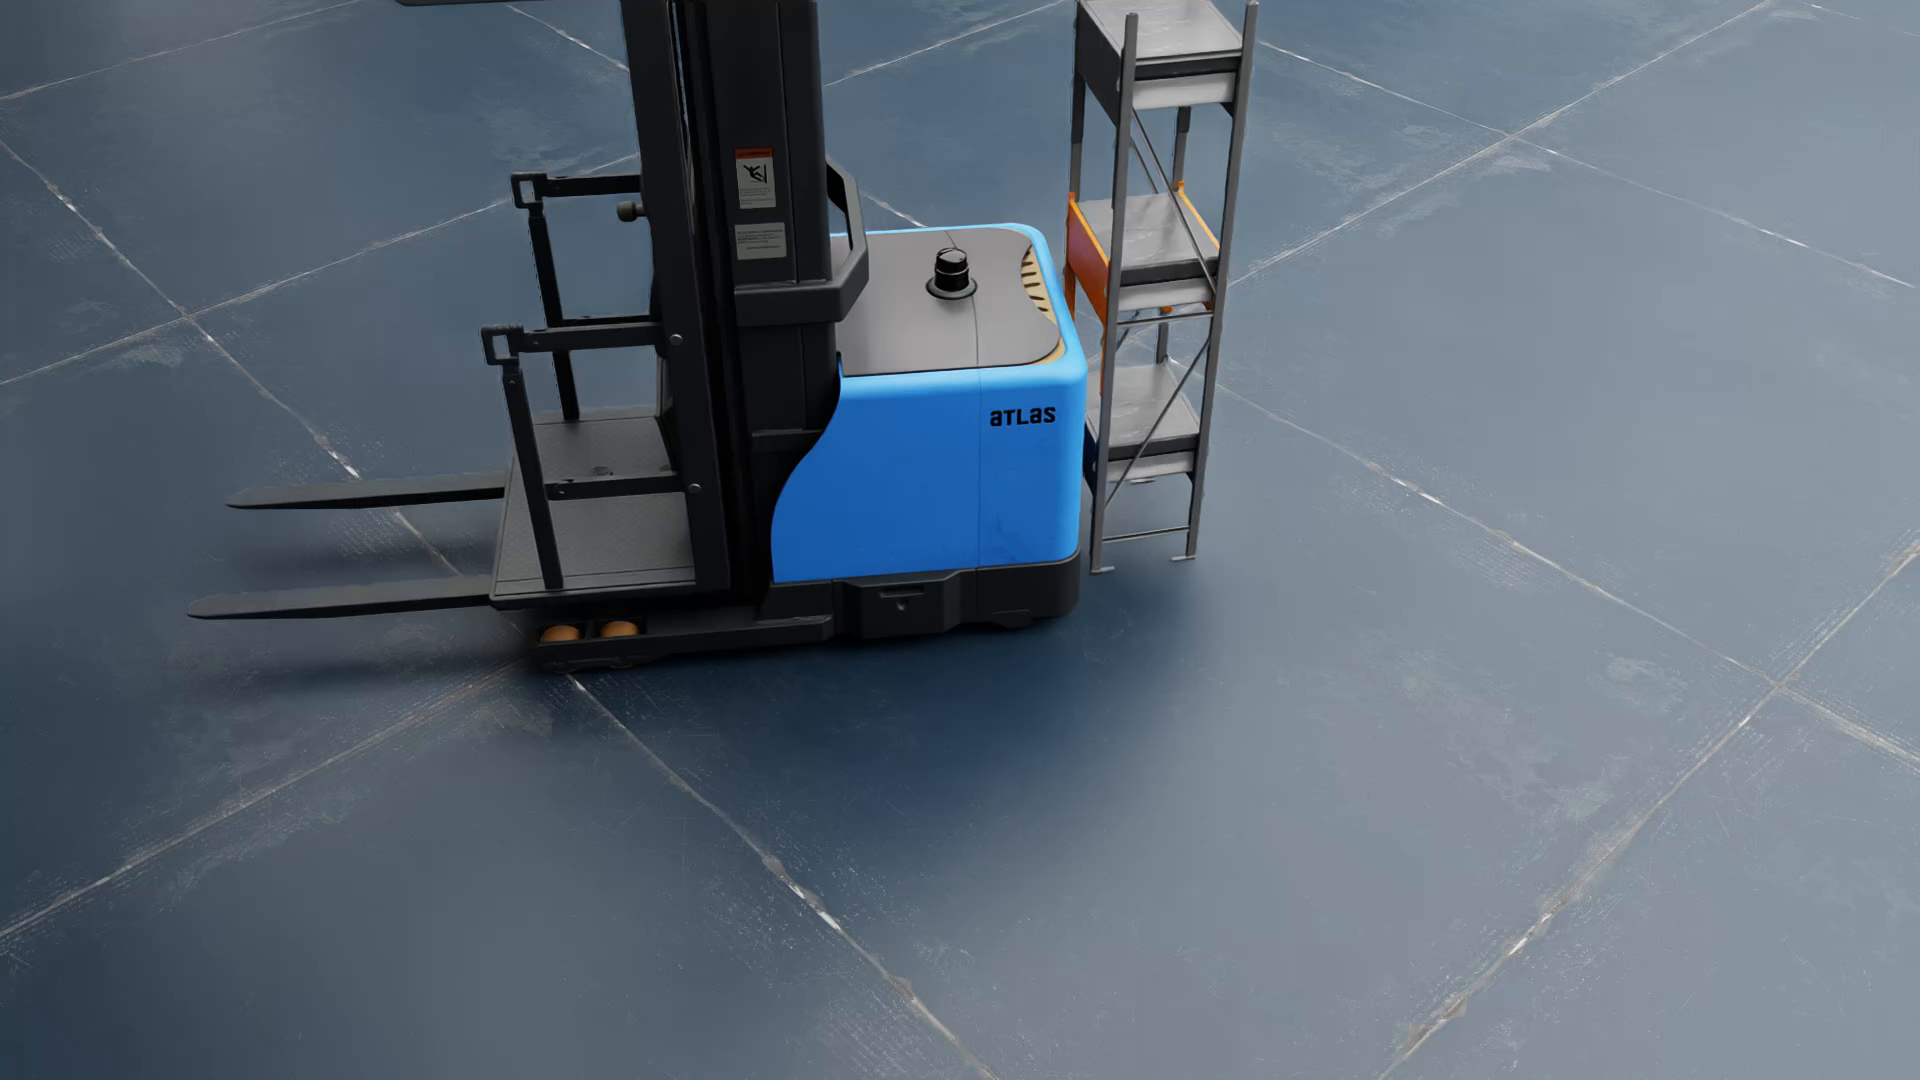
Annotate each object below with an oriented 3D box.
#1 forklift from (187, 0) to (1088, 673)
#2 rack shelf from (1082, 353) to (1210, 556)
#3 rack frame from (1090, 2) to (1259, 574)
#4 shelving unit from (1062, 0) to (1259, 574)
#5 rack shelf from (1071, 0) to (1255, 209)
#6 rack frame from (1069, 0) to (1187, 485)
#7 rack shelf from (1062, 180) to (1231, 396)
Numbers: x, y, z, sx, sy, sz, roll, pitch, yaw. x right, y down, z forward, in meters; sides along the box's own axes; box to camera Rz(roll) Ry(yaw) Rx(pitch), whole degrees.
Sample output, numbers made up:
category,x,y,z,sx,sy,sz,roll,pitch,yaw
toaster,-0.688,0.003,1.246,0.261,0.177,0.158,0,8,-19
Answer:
category,x,y,z,sx,sy,sz,roll,pitch,yaw
forklift,-1.136,-1.038,5.202,3.031,2.935,1.130,-4,39,-5
rack shelf,0.621,-0.317,6.107,0.431,0.518,0.480,-8,40,-10
rack frame,0.674,-0.723,5.474,0.400,2.100,0.015,-8,40,-10
shelving unit,0.621,-0.872,5.659,0.431,2.100,0.503,-8,40,-10
rack shelf,0.621,-1.406,5.227,0.431,0.518,0.480,-8,40,-10
rack frame,0.569,-1.022,5.844,0.400,2.100,0.015,-8,40,-10
rack shelf,0.621,-0.862,5.667,0.431,0.518,0.480,-8,40,-10
